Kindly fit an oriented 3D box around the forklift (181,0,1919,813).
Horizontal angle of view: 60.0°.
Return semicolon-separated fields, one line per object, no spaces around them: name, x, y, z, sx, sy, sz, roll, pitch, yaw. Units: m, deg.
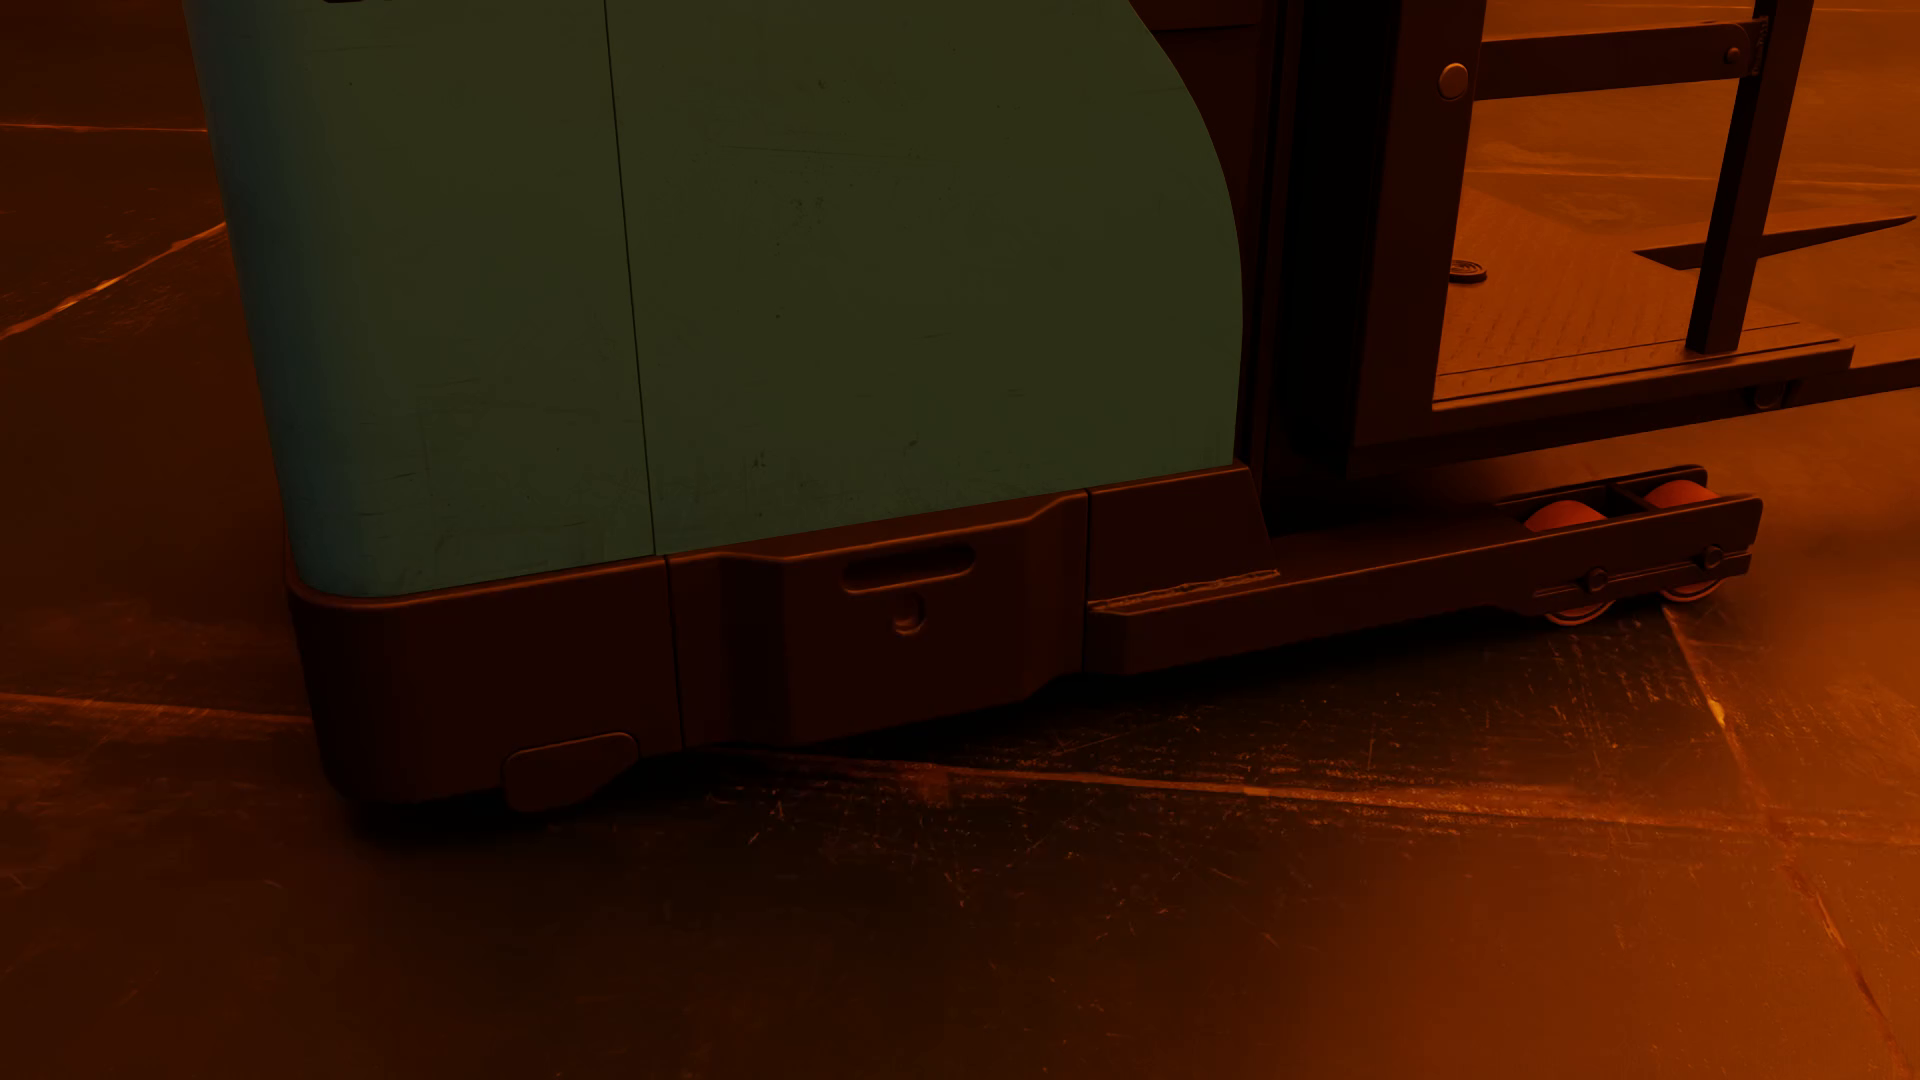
forklift;0.572;-1.406;2.035;3.031;2.935;1.130;-9;28;-18
